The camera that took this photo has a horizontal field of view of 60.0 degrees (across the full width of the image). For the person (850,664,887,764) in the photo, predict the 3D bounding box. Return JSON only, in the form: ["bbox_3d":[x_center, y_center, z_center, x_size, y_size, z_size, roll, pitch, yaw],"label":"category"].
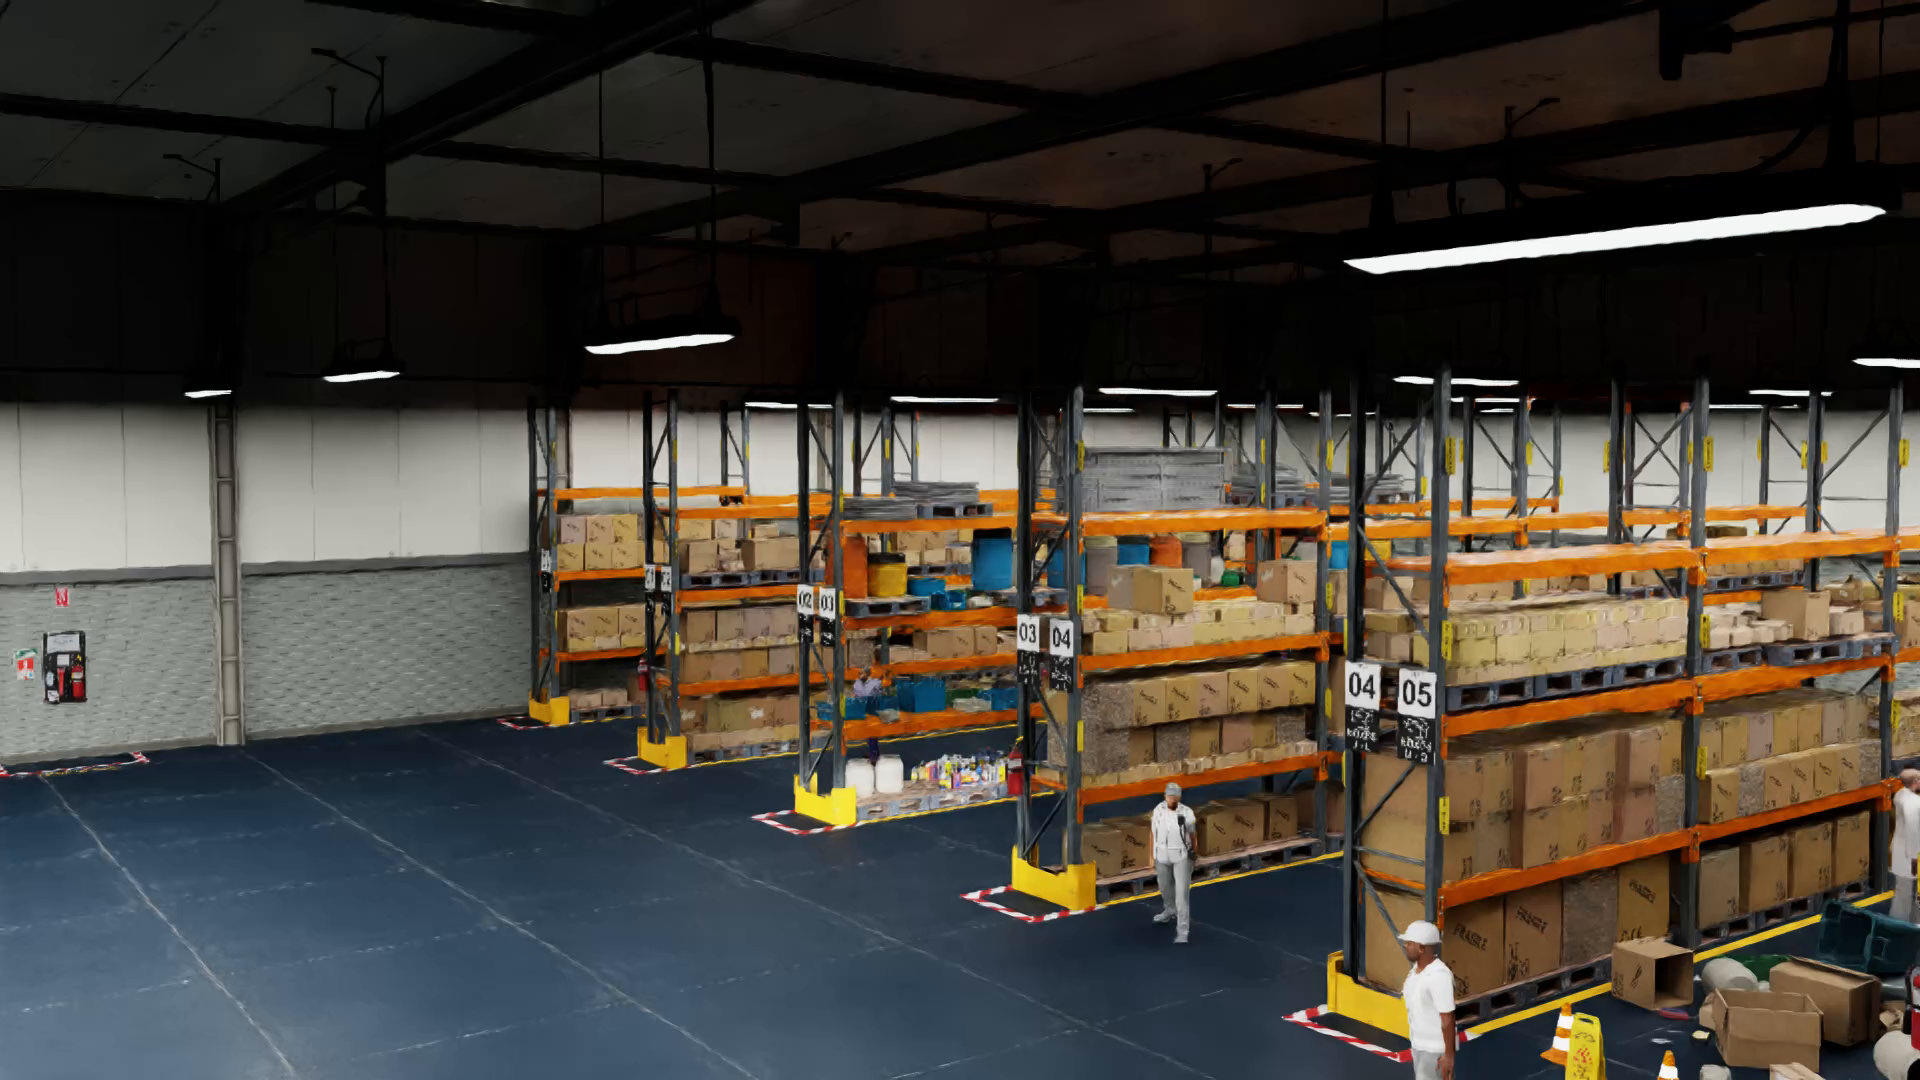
[{"bbox_3d":[-1.437,2.783,26.834,0.657,1.586,0.794,2,4,35],"label":"person"}]

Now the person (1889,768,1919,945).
[{"bbox_3d":[9.860,3.240,17.183,0.506,1.783,0.632,1,4,23],"label":"person"}]

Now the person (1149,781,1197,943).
[{"bbox_3d":[2.215,3.318,17.394,0.591,1.626,0.917,2,4,27],"label":"person"}]

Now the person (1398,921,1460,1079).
[{"bbox_3d":[3.408,3.591,11.809,0.573,1.759,0.615,0,3,1],"label":"person"}]
